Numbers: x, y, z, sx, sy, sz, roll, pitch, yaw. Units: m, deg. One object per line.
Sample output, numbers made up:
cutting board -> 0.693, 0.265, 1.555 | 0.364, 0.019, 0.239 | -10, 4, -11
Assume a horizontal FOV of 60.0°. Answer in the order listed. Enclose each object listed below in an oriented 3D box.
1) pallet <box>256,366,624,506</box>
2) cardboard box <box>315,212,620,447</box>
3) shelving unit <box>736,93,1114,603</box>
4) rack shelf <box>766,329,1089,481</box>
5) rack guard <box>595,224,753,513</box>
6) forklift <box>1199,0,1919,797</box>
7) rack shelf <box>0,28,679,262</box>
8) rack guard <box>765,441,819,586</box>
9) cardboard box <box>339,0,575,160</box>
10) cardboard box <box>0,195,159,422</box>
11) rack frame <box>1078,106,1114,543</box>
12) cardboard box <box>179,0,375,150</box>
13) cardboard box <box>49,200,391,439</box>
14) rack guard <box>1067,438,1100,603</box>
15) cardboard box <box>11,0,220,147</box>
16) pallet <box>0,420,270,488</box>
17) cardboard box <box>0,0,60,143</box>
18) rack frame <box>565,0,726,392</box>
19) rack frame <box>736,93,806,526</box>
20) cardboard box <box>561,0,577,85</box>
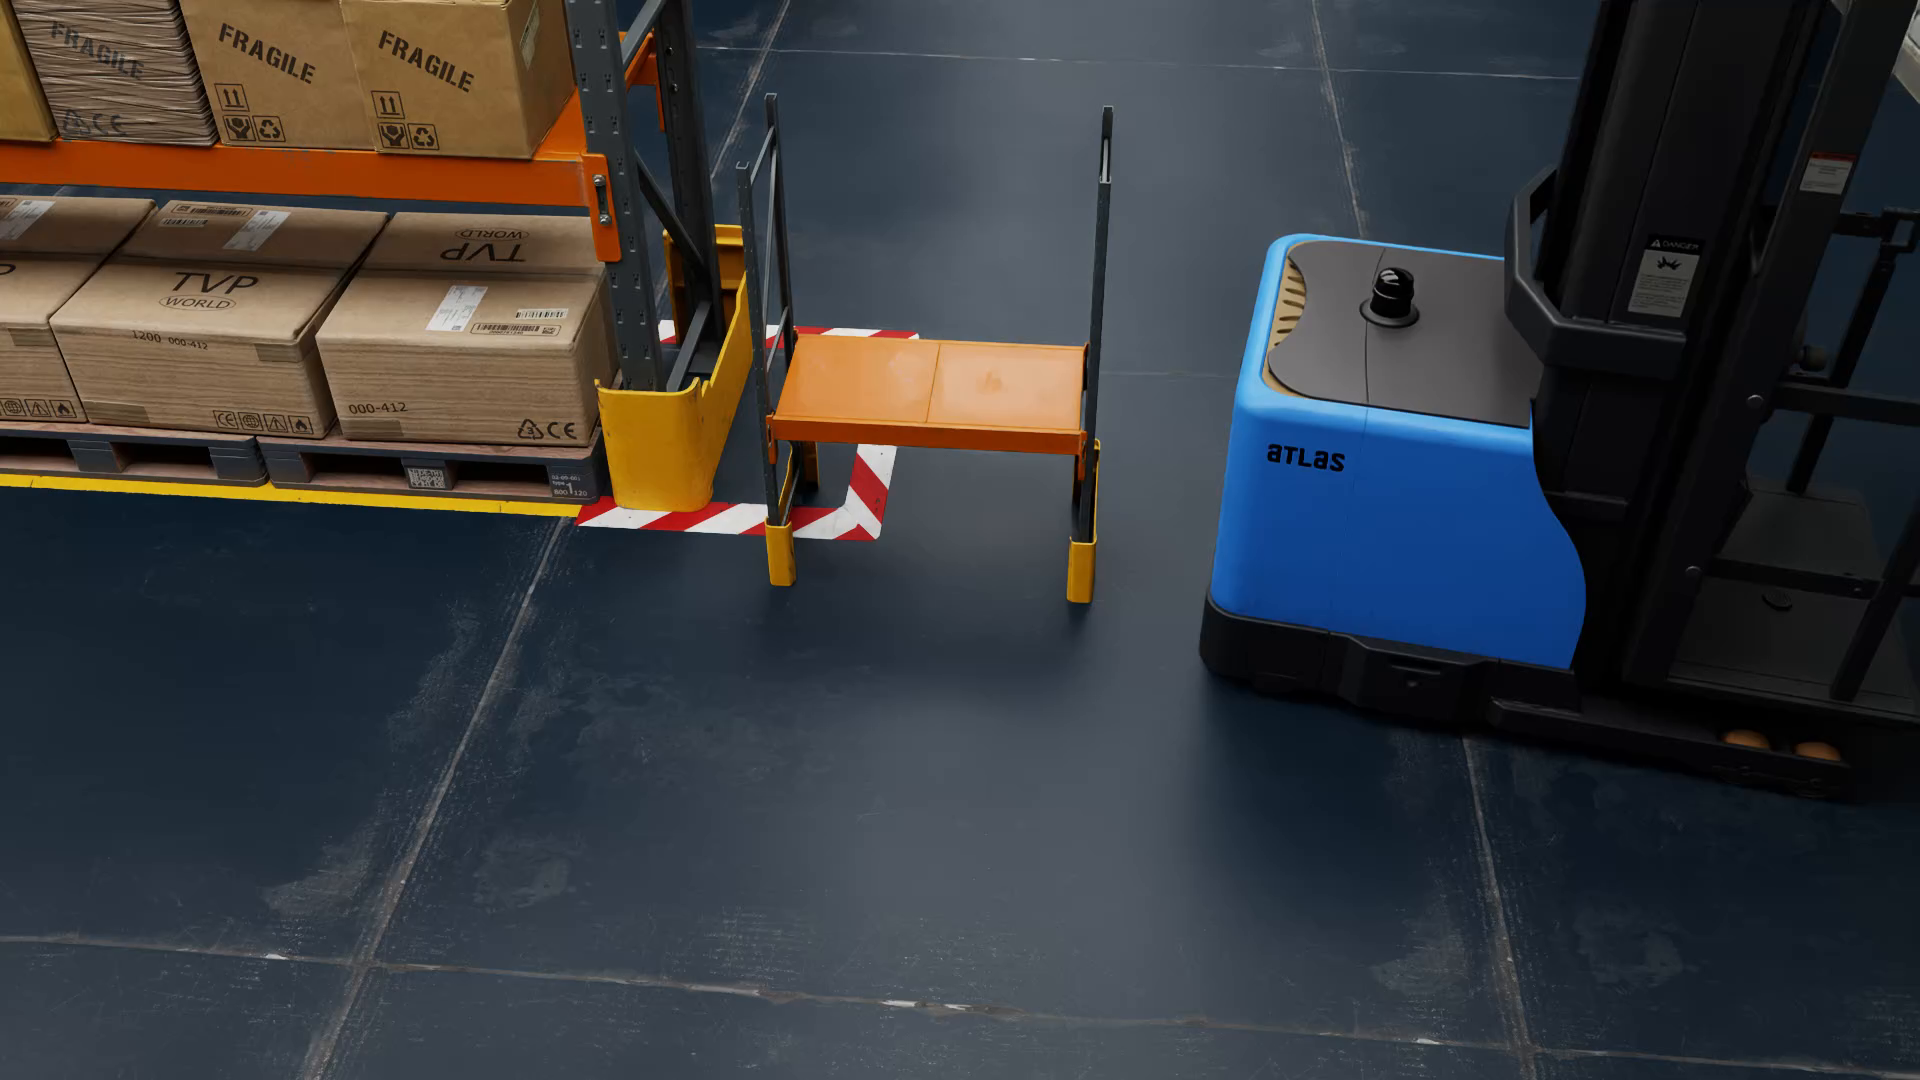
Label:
pallet -> -1.845, -0.548, 6.256 | 1.213, 0.211, 1.003 | 3, 39, 4
cardboard box -> -1.707, -0.777, 6.026 | 0.875, 0.438, 0.875 | 2, 39, 2
shelving unit -> -0.076, -0.586, 5.282 | 1.083, 1.500, 0.587 | 3, 39, 4
rack shelf -> -0.085, -0.447, 5.396 | 1.000, 0.185, 0.538 | 3, 39, 4
rack guard -> -1.017, -0.664, 6.170 | 0.348, 0.500, 1.175 | 3, 39, 4
forklift -> 2.323, -0.762, 4.364 | 3.031, 2.935, 1.130 | 9, 40, 11
rack shelf -> -3.034, -1.465, 5.744 | 4.000, 0.370, 1.077 | 3, 39, 4
rack guard -> -0.572, -0.128, 5.709 | 0.087, 0.250, 0.587 | 3, 39, 4
cardboard box -> -1.545, -1.534, 5.179 | 0.500, 0.500, 0.500 | 3, 39, 4
cardboard box -> -3.518, -0.872, 6.142 | 0.875, 0.438, 0.875 | 2, 39, 3
rack frame -> 0.422, -0.559, 5.248 | 0.032, 1.500, 0.500 | 3, 39, 4
cardboard box -> -2.043, -1.571, 5.224 | 0.500, 0.500, 0.500 | 2, 39, 3
cardboard box -> -2.620, -0.822, 6.081 | 0.875, 0.438, 0.875 | 4, 39, 5
rack guard -> 0.420, -0.074, 5.643 | 0.087, 0.250, 0.587 | 3, 39, 4
cardboard box -> -2.557, -1.592, 5.251 | 0.500, 0.500, 0.500 | 4, 39, 5
pallet -> -3.057, -0.616, 6.340 | 1.213, 0.211, 1.003 | 3, 39, 4
cardboard box -> -3.072, -1.612, 5.276 | 0.500, 0.500, 0.500 | 4, 39, 5
rack frame -> -1.041, -1.635, 5.383 | 0.127, 3.000, 1.000 | 3, 39, 4
rack frame -> -0.591, -0.614, 5.316 | 0.032, 1.500, 0.500 | 3, 39, 4
cardboard box -> -1.495, -1.881, 5.605 | 0.500, 0.500, 0.500 | 3, 39, 3
